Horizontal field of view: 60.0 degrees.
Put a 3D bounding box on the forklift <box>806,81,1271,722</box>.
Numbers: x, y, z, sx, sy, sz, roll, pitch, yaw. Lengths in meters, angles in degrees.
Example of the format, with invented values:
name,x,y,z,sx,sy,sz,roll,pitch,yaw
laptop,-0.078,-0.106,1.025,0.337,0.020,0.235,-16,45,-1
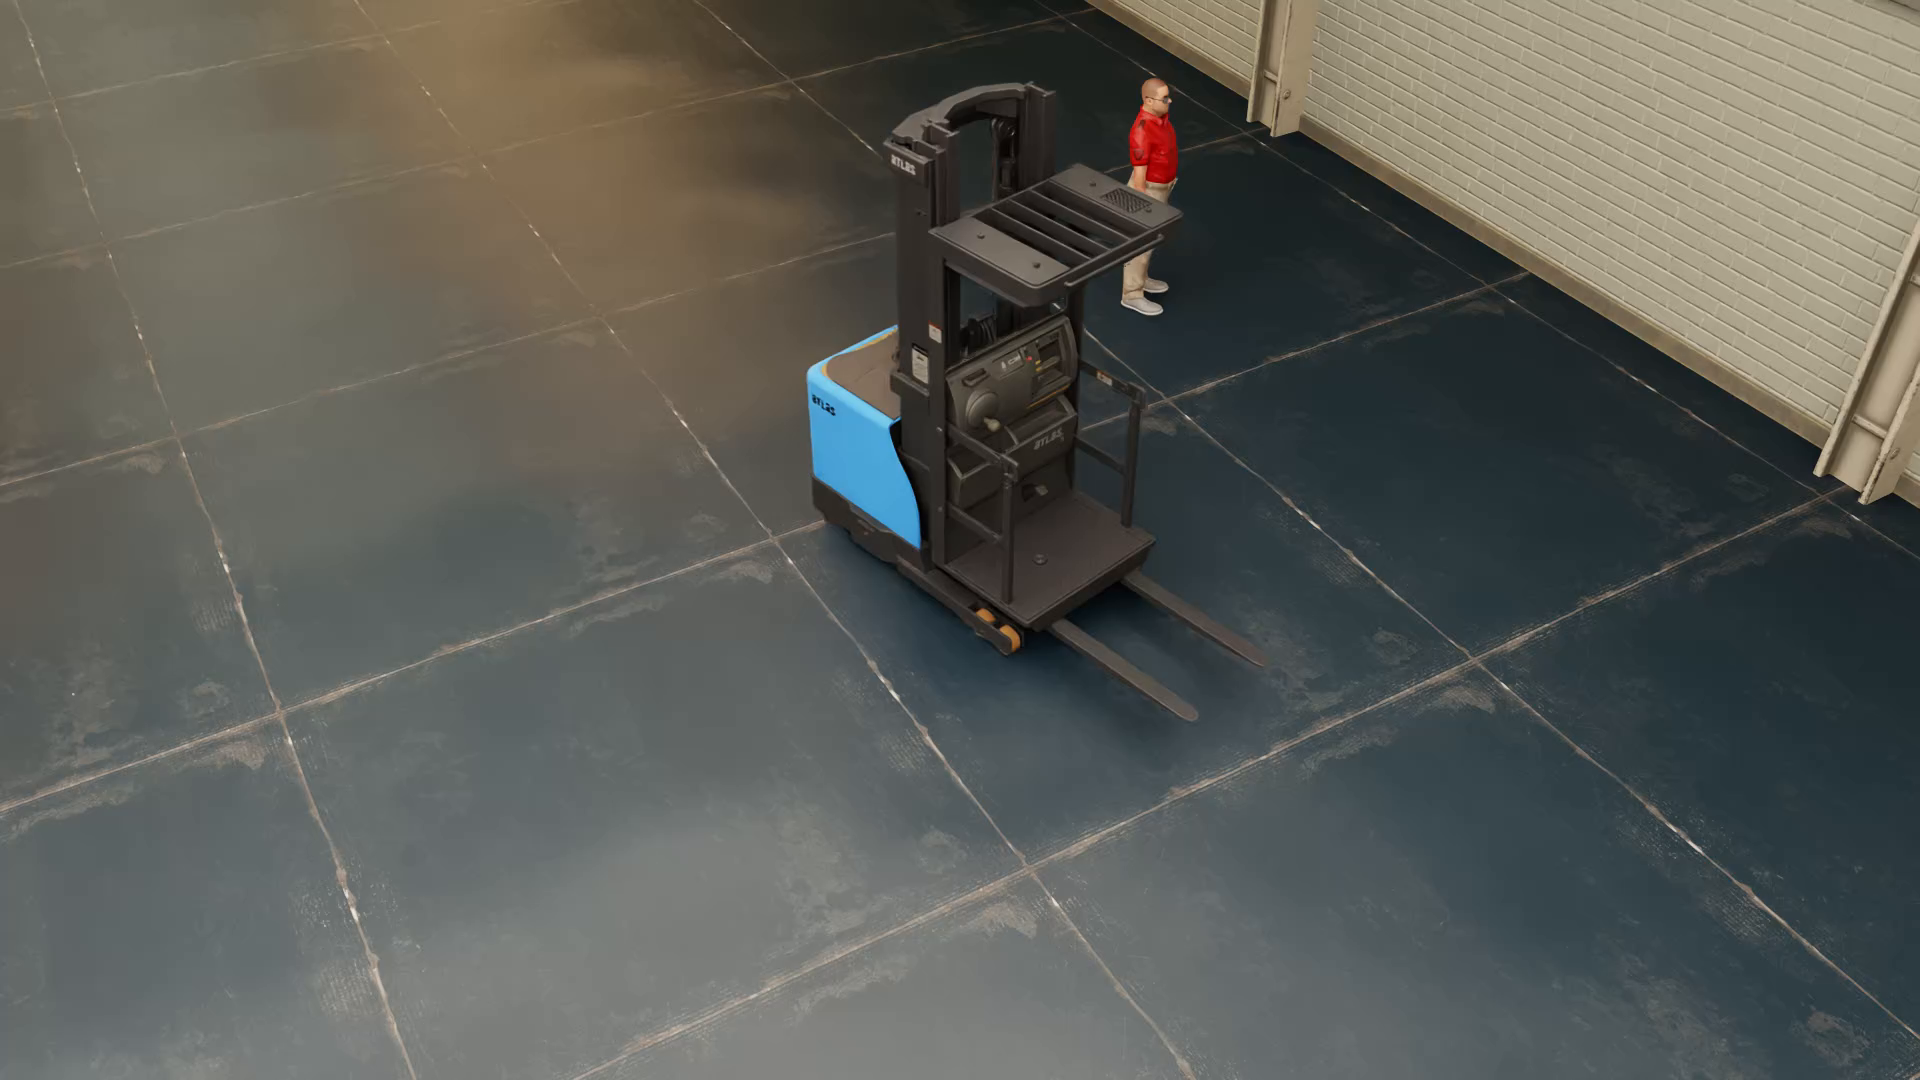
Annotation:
name,x,y,z,sx,sy,sz,roll,pitch,yaw
forklift,0.441,-0.845,9.055,1.130,2.935,3.031,-31,49,-32

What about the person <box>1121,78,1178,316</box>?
name,x,y,z,sx,sy,sz,roll,pitch,yaw
person,1.381,-2.497,11.991,0.370,1.730,0.524,10,41,12
